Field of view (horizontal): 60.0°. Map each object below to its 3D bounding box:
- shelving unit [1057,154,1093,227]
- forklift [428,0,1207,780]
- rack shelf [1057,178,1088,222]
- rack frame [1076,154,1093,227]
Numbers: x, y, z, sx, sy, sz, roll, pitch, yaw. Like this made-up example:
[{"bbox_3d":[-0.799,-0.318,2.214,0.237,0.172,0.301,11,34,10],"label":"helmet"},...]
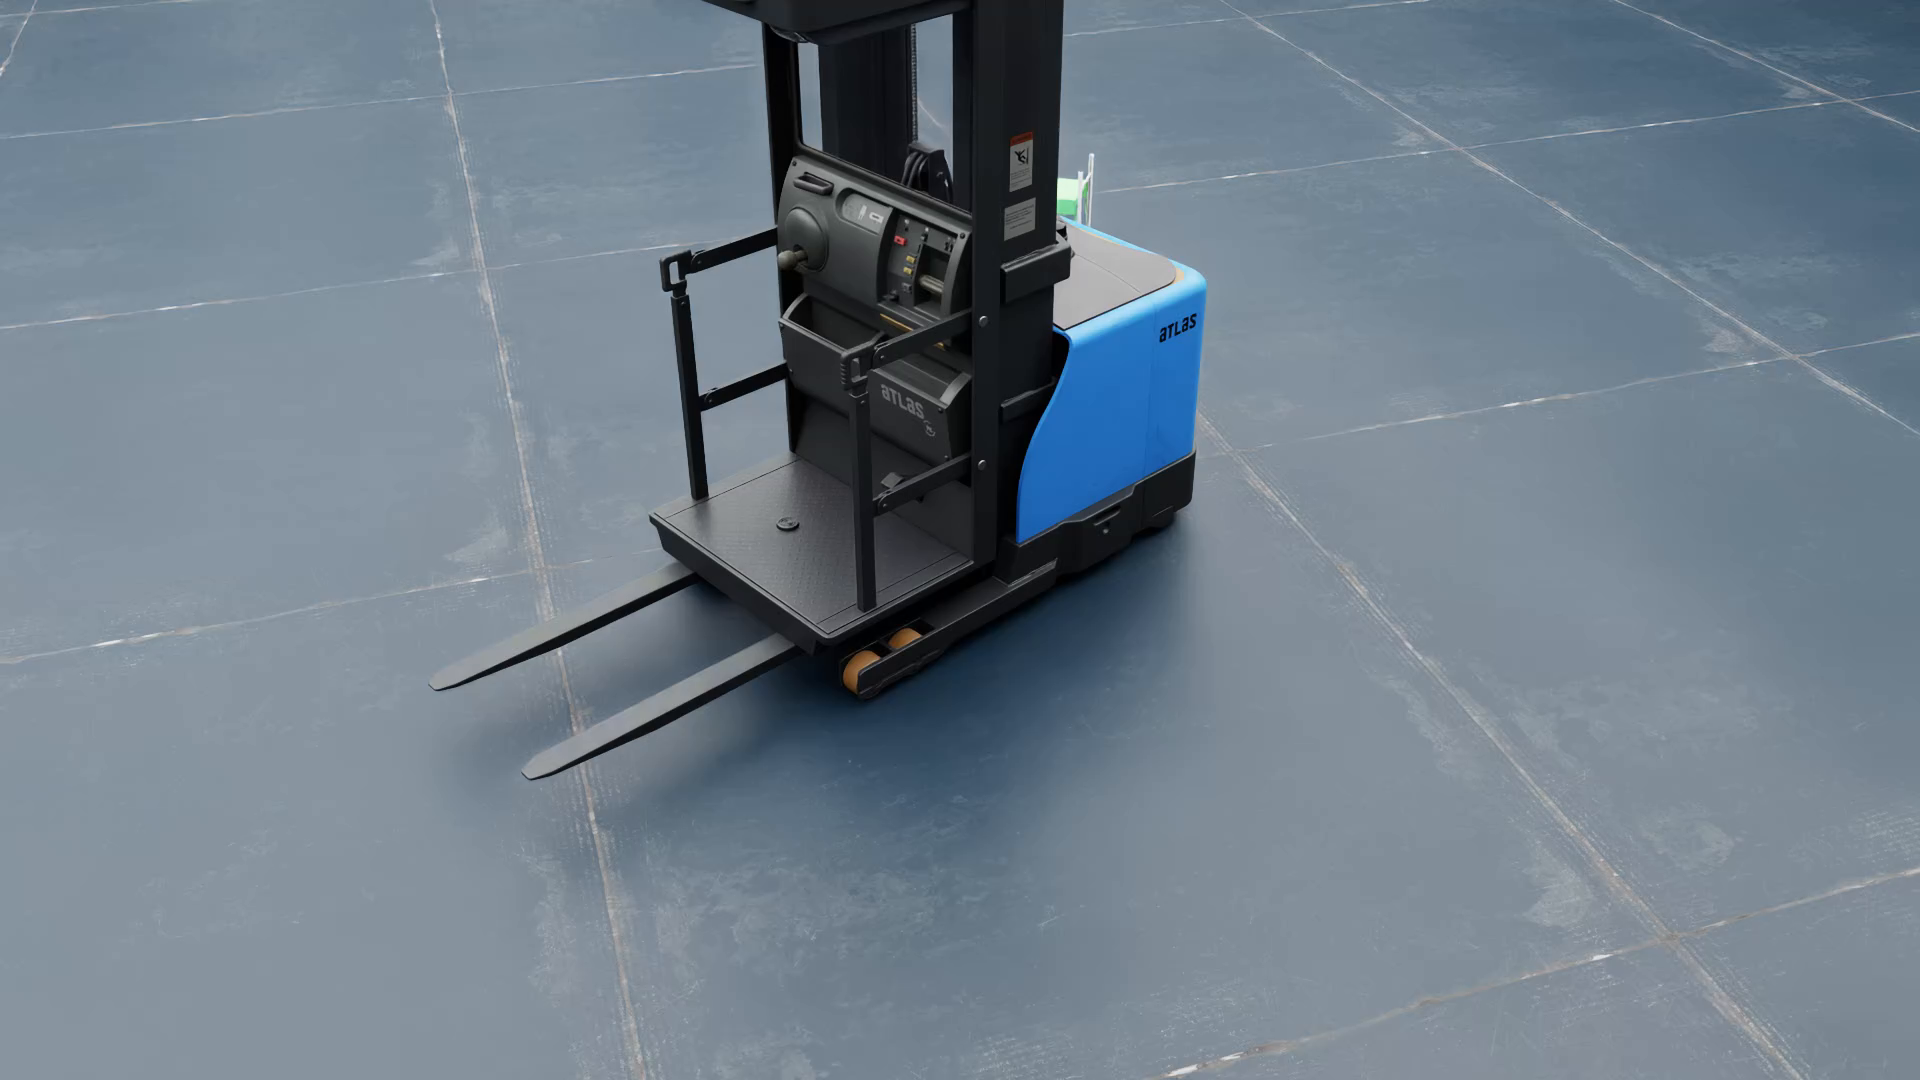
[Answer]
[{"bbox_3d":[0.288,-1.102,7.324,0.503,1.200,0.258,9,33,13],"label":"shelving unit"},{"bbox_3d":[-0.463,-0.987,5.585,3.031,2.935,1.130,-27,42,-35],"label":"forklift"},{"bbox_3d":[0.290,-1.453,7.101,0.480,0.148,0.258,9,33,13],"label":"rack shelf"},{"bbox_3d":[0.523,-1.065,7.269,0.015,1.200,0.240,9,33,13],"label":"rack frame"}]
